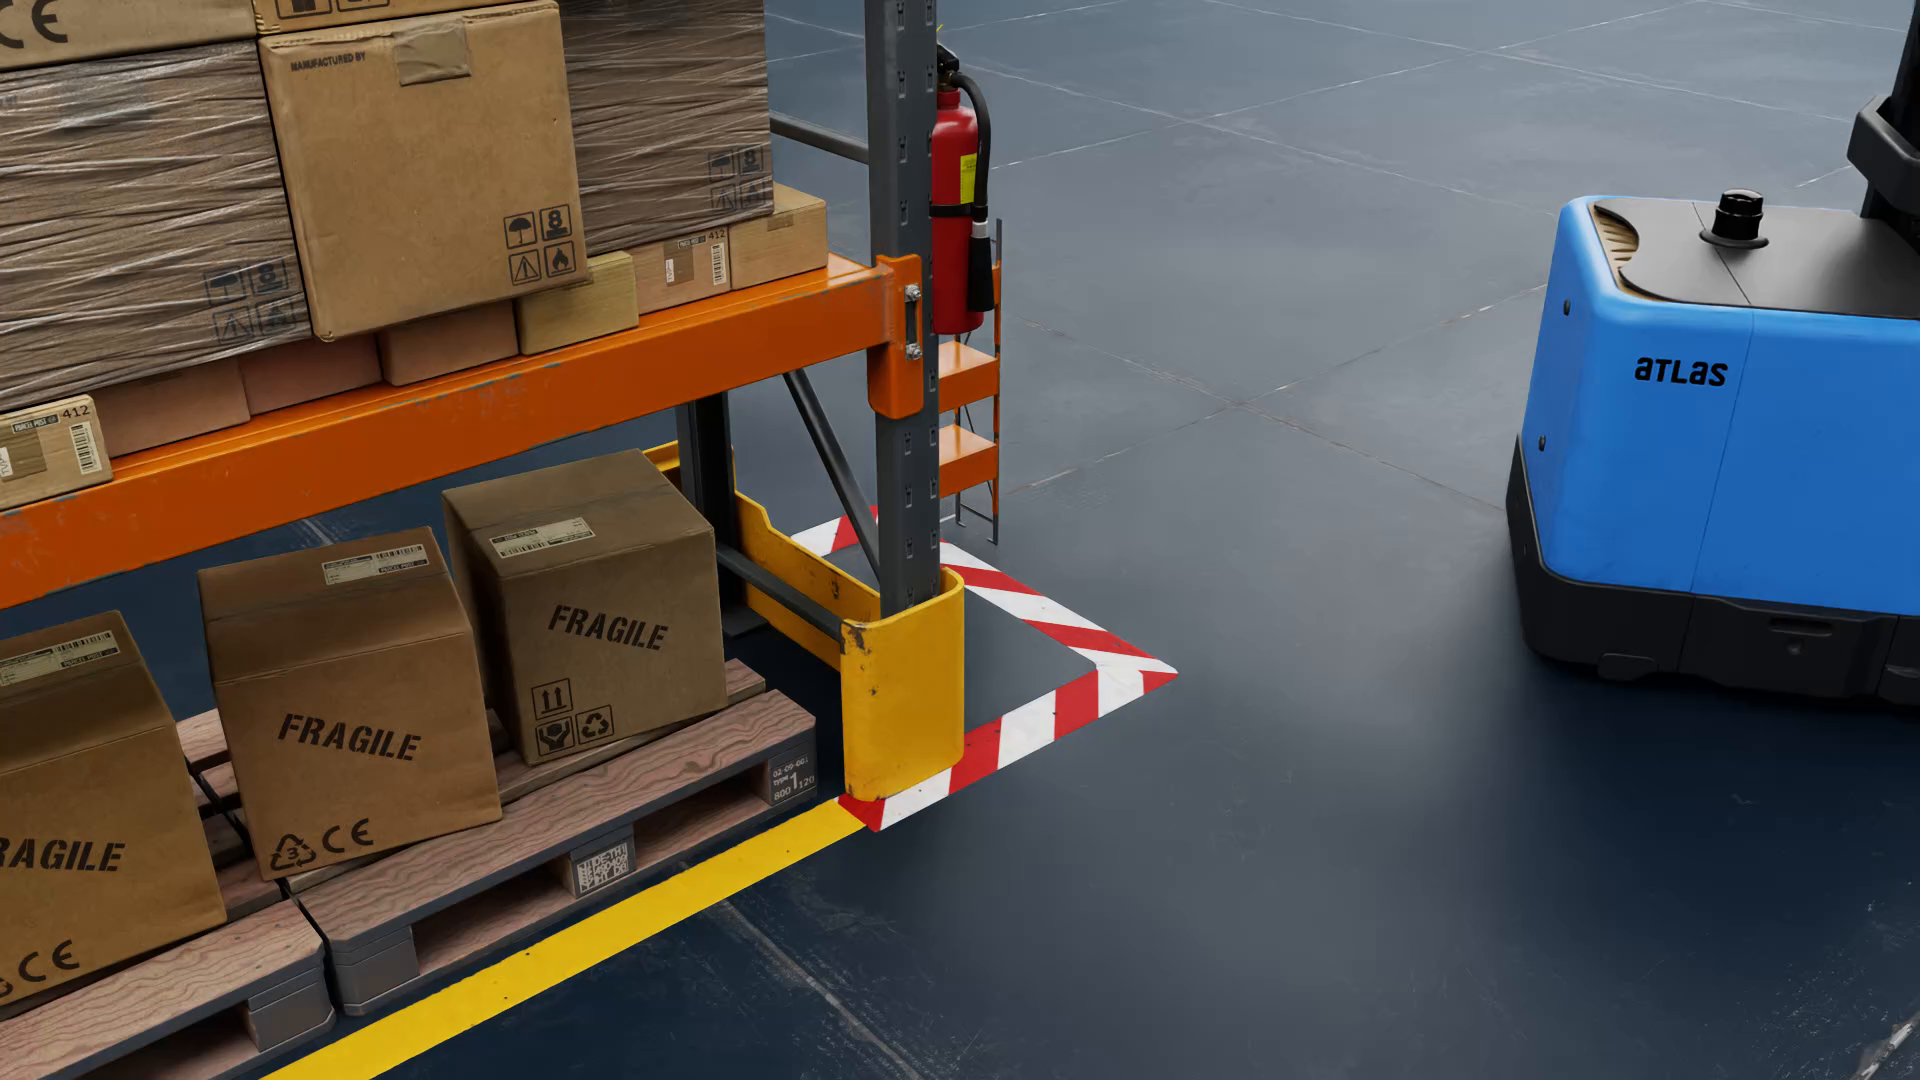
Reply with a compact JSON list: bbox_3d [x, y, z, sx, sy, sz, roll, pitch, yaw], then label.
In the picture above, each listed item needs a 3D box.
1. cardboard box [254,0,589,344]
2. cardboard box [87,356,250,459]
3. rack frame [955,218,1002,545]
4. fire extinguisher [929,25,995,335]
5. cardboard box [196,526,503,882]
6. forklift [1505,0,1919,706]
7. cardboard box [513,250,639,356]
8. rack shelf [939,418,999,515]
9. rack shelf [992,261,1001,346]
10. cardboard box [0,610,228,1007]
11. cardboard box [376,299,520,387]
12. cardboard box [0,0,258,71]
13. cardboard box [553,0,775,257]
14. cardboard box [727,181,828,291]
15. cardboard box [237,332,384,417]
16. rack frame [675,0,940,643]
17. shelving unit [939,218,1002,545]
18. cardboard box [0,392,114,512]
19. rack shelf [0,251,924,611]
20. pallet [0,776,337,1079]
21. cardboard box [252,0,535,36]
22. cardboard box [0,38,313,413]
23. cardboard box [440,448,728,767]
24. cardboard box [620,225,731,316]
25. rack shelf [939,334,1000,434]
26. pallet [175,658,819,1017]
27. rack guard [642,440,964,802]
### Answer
[{"bbox_3d":[-1.154,-0.778,3.102,0.500,0.500,0.875,-22,35,-35],"label":"cardboard box"},{"bbox_3d":[-1.439,-0.297,2.889,0.250,0.149,0.380,-22,35,-35],"label":"cardboard box"},{"bbox_3d":[0.052,-0.484,5.042,0.008,1.050,0.200,-22,35,-35],"label":"rack frame"},{"bbox_3d":[-0.029,-0.793,3.633,0.183,0.674,0.296,-22,35,-35],"label":"fire extinguisher"},{"bbox_3d":[-1.334,0.340,3.637,0.500,0.500,0.500,-13,31,-22],"label":"cardboard box"},{"bbox_3d":[3.130,-0.997,4.006,3.031,2.935,1.130,6,29,11],"label":"forklift"},{"bbox_3d":[-0.846,-0.514,3.296,0.250,0.149,0.380,-22,35,-35],"label":"cardboard box"},{"bbox_3d":[-0.041,-0.192,5.108,0.240,0.259,0.215,-22,35,-35],"label":"rack shelf"},{"bbox_3d":[-0.040,-0.688,4.843,0.240,0.259,0.215,-22,35,-35],"label":"rack shelf"},{"bbox_3d":[-1.823,0.525,3.291,0.500,0.500,0.500,-18,33,-30],"label":"cardboard box"},{"bbox_3d":[-1.046,-0.443,3.163,0.250,0.149,0.380,-22,35,-35],"label":"cardboard box"},{"bbox_3d":[-1.432,-1.009,2.474,0.500,0.500,0.500,-22,35,-35],"label":"cardboard box"},{"bbox_3d":[-0.852,-0.974,3.468,0.500,0.500,0.875,-22,35,-35],"label":"cardboard box"},{"bbox_3d":[-0.498,-0.685,3.616,0.250,0.149,0.380,-22,35,-35],"label":"cardboard box"},{"bbox_3d":[-1.263,-0.381,3.047,0.250,0.149,0.380,-22,35,-35],"label":"cardboard box"},{"bbox_3d":[-0.416,-0.957,3.858,0.127,3.000,1.000,-22,35,-35],"label":"rack frame"},{"bbox_3d":[-0.041,-0.447,4.972,0.252,1.050,0.215,-22,35,-35],"label":"shelving unit"},{"bbox_3d":[-1.571,-0.188,2.687,0.250,0.149,0.380,-22,35,-35],"label":"cardboard box"},{"bbox_3d":[-1.937,-0.028,2.883,4.000,0.370,1.077,-22,35,-35],"label":"rack shelf"},{"bbox_3d":[-2.042,0.903,3.336,1.213,0.211,1.003,-22,35,-35],"label":"pallet"},{"bbox_3d":[-1.050,-1.161,2.758,0.500,0.500,0.500,-22,35,-35],"label":"cardboard box"},{"bbox_3d":[-1.563,-0.640,2.844,0.500,0.500,0.875,-22,35,-35],"label":"cardboard box"},{"bbox_3d":[-0.901,0.145,4.002,0.500,0.500,0.500,-15,32,-26],"label":"cardboard box"},{"bbox_3d":[-0.689,-0.609,3.473,0.250,0.149,0.380,-22,35,-35],"label":"cardboard box"},{"bbox_3d":[-0.041,-0.437,4.977,0.240,0.259,0.215,-22,35,-35],"label":"rack shelf"},{"bbox_3d":[-1.114,0.532,4.031,1.213,0.211,1.003,-22,35,-35],"label":"pallet"},{"bbox_3d":[-0.473,0.169,4.404,0.348,0.500,1.175,-22,35,-35],"label":"rack guard"}]
